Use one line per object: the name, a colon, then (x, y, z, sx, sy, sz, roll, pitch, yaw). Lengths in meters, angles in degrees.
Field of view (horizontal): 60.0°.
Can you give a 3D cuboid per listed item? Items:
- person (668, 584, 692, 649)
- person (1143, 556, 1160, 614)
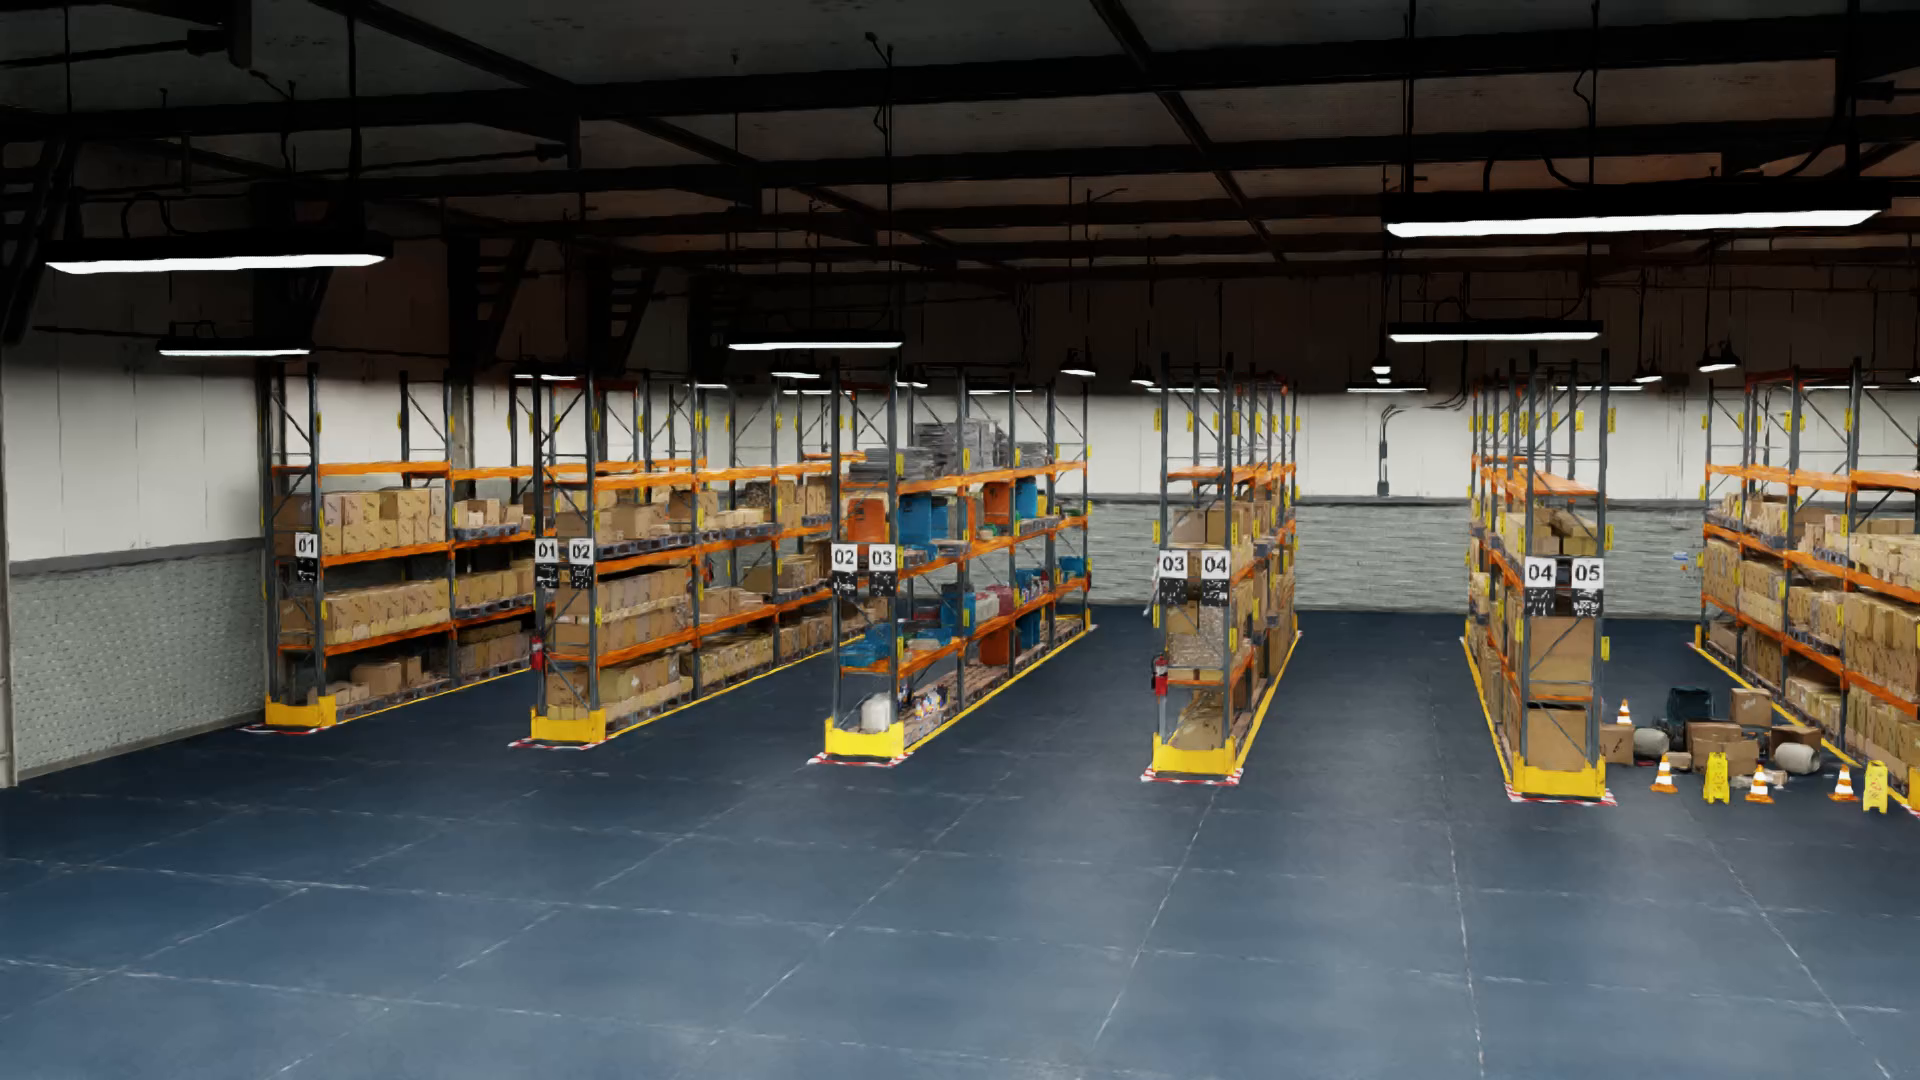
person: (-6.168, 1.567, 36.631, 0.735, 1.718, 0.903, 1, 4, 10)
person: (5.070, 1.209, 43.015, 0.587, 1.540, 0.567, -2, 5, -27)
